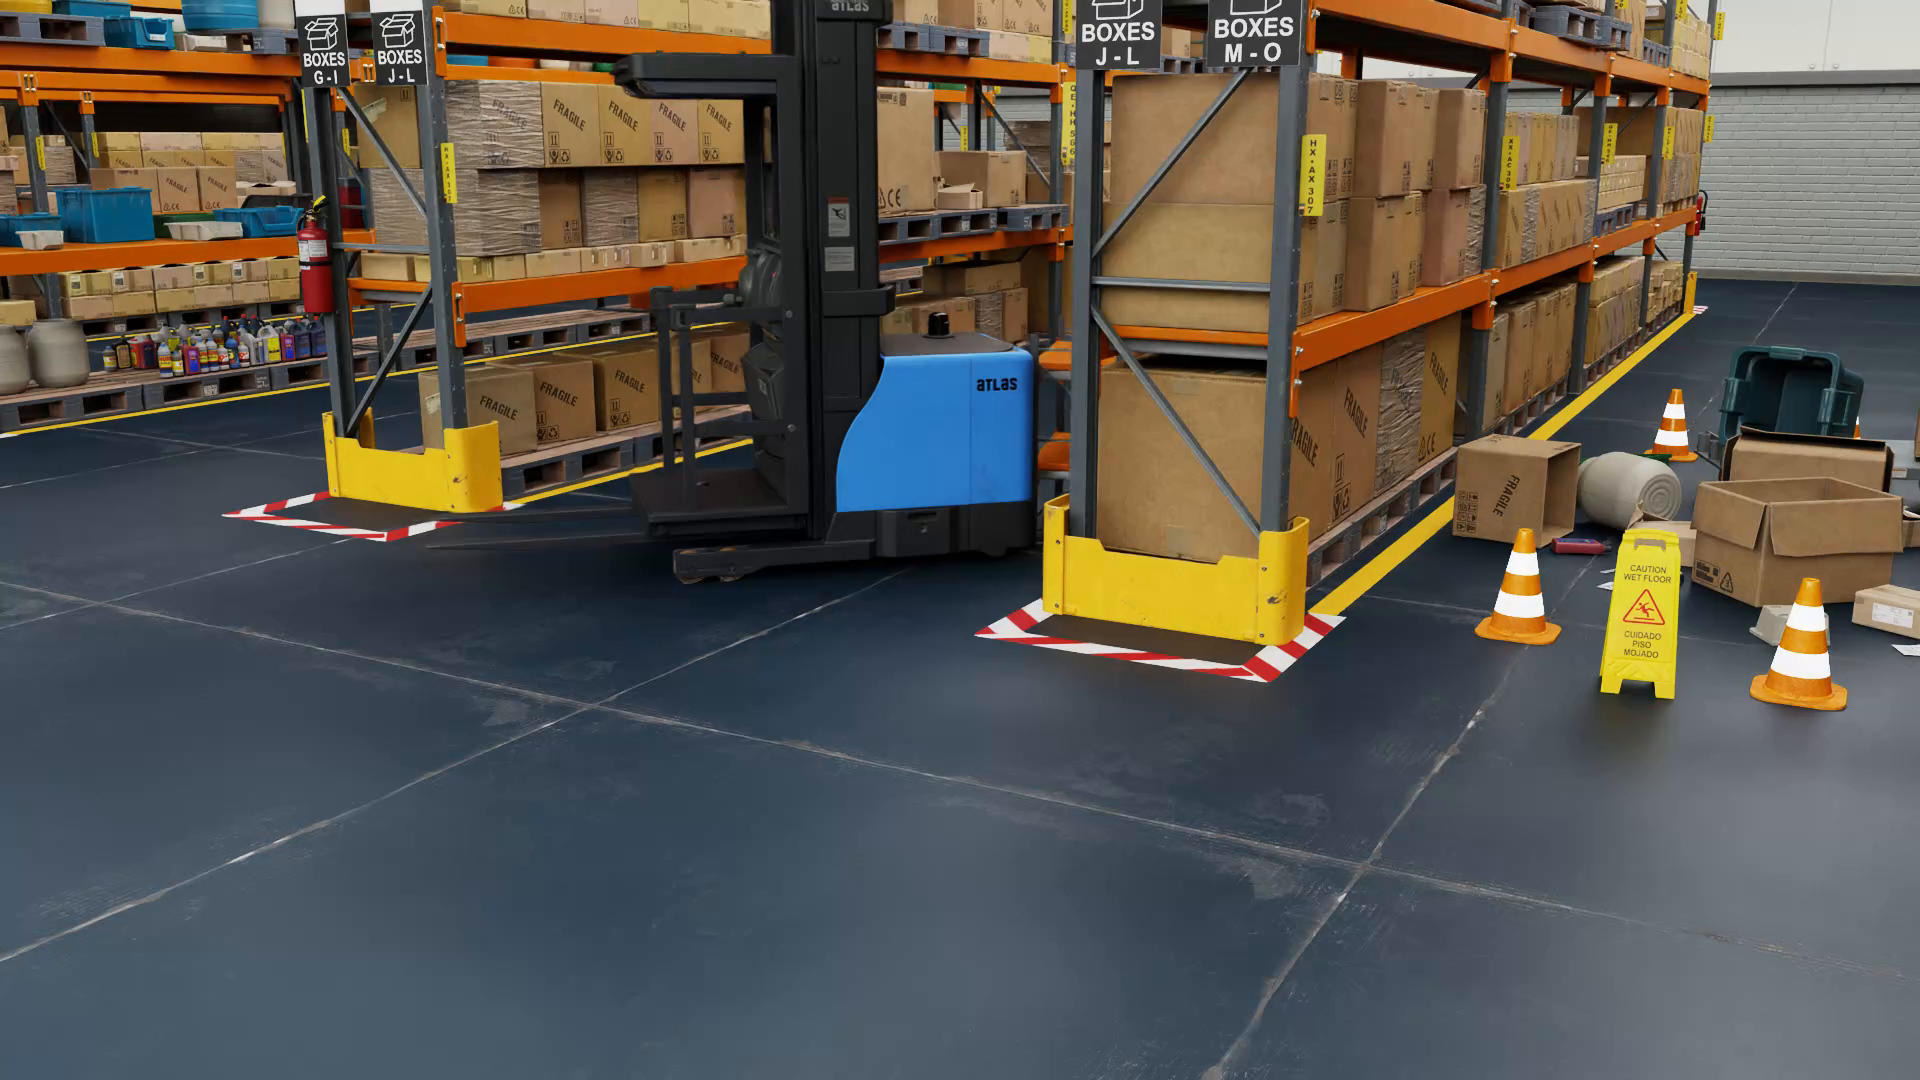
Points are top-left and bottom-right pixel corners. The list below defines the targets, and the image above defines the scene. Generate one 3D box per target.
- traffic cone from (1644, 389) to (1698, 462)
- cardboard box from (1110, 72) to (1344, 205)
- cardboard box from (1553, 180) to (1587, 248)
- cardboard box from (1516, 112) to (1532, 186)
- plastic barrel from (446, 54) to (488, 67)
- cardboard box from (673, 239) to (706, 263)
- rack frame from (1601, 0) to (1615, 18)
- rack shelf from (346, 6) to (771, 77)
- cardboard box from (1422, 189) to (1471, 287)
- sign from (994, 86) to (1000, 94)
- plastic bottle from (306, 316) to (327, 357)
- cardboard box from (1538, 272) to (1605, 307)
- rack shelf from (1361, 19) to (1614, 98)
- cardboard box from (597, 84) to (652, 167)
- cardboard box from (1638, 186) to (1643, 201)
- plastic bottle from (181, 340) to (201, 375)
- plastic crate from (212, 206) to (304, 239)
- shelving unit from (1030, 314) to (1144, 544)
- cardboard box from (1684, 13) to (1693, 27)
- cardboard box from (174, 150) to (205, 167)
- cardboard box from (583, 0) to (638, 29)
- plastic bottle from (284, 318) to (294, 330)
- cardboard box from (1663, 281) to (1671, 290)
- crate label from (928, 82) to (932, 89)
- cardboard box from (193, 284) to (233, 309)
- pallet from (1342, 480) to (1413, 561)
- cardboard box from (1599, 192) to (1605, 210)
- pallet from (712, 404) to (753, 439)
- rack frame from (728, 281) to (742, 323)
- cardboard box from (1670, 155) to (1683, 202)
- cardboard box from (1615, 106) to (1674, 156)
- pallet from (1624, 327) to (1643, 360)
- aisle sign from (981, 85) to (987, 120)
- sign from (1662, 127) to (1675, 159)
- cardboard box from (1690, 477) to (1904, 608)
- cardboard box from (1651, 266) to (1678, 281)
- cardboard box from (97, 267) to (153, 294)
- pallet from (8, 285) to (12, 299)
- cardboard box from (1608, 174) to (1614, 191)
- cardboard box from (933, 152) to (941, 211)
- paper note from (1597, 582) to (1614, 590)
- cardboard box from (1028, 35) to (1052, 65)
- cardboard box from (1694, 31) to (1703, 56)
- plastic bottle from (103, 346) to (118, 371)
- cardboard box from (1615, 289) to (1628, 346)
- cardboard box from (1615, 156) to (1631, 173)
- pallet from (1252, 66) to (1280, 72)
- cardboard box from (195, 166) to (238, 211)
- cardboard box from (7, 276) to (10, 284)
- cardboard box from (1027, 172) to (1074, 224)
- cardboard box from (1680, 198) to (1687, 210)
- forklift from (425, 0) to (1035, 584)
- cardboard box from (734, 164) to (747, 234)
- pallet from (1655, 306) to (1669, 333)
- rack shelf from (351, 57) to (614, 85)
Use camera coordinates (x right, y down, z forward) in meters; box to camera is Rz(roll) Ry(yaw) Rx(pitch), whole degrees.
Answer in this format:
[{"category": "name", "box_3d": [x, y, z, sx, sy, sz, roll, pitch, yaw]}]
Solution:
[{"category": "traffic cone", "box_3d": [4.870, -0.795, 11.345, 0.336, 0.463, 0.334, 7, 15, 28]}, {"category": "cardboard box", "box_3d": [1.179, -1.773, 7.365, 0.875, 0.550, 0.550, 7, 15, 28]}, {"category": "cardboard box", "box_3d": [4.608, -2.569, 13.075, 0.500, 0.500, 0.500, 7, 15, 28]}, {"category": "cardboard box", "box_3d": [3.626, -2.771, 11.781, 0.700, 0.500, 0.500, 8, 15, 28]}, {"category": "plastic barrel", "box_3d": [-5.041, -5.167, 16.598, 0.600, 0.901, 0.708, 7, 15, 28]}, {"category": "cardboard box", "box_3d": [-1.978, -2.001, 11.471, 0.380, 0.149, 0.250, 7, 15, 28]}, {"category": "rack frame", "box_3d": [4.833, -5.661, 13.317, 1.000, 3.000, 0.127, 7, 15, 28]}, {"category": "rack shelf", "box_3d": [-2.360, -3.205, 11.063, 1.077, 0.370, 4.000, 7, 15, 28]}, {"category": "cardboard box", "box_3d": [2.486, -1.805, 9.800, 0.875, 0.550, 0.550, 7, 15, 28]}, {"category": "sign", "box_3d": [0.561, -6.879, 24.988, 0.100, 0.325, 0.005, 7, 15, 28]}, {"category": "plastic bottle", "box_3d": [-5.788, -1.830, 14.936, 0.144, 0.351, 0.185, 7, 15, 27]}, {"category": "cardboard box", "box_3d": [5.379, -2.213, 14.649, 0.500, 0.250, 0.500, 7, 15, 26]}, {"category": "rack shelf", "box_3d": [3.867, -3.443, 12.050, 1.077, 0.370, 4.000, 7, 15, 28]}, {"category": "cardboard box", "box_3d": [-2.334, -2.652, 10.653, 0.500, 0.500, 0.500, 7, 15, 28]}, {"category": "cardboard box", "box_3d": [6.748, -3.544, 16.973, 0.380, 0.149, 0.250, 7, 15, 27]}, {"category": "plastic bottle", "box_3d": [-6.388, -1.522, 13.804, 0.061, 0.283, 0.133, 8, 16, 29]}, {"category": "plastic crate", "box_3d": [-6.026, -2.738, 14.308, 0.499, 0.251, 0.616, 7, 15, 28]}, {"category": "shelving unit", "box_3d": [0.714, -0.635, 9.269, 0.538, 1.125, 1.048, 3, 14, 11]}, {"category": "cardboard box", "box_3d": [7.797, -5.684, 18.214, 0.380, 0.149, 0.250, 8, 16, 31]}, {"category": "cardboard box", "box_3d": [-11.507, -5.493, 24.528, 0.500, 0.500, 0.500, 7, 15, 28]}, {"category": "cardboard box", "box_3d": [-2.381, -3.349, 10.445, 0.500, 0.250, 0.500, 7, 15, 28]}, {"category": "plastic bottle", "box_3d": [-6.267, -1.940, 15.563, 0.097, 0.271, 0.097, 0, 14, 0]}, {"category": "cardboard box", "box_3d": [8.067, -2.944, 19.395, 0.380, 0.149, 0.250, 8, 16, 31]}, {"category": "crate label", "box_3d": [-0.657, -6.763, 24.605, 0.408, 0.251, 0.502, 7, 15, 28]}, {"category": "cardboard box", "box_3d": [-8.909, -2.868, 19.500, 0.500, 0.250, 0.500, 8, 16, 29]}, {"category": "pallet", "box_3d": [1.875, -0.170, 9.290, 1.003, 0.211, 1.213, 7, 15, 28]}, {"category": "cardboard box", "box_3d": [5.486, -3.006, 14.744, 0.380, 0.149, 0.250, 8, 16, 31]}, {"category": "pallet", "box_3d": [-1.687, -1.010, 12.771, 1.003, 0.211, 1.213, 7, 15, 28]}, {"category": "rack frame", "box_3d": [-1.393, -2.507, 13.033, 1.000, 3.000, 0.127, 7, 15, 28]}, {"category": "cardboard box", "box_3d": [7.735, -4.034, 18.516, 0.500, 0.500, 0.500, 7, 15, 27]}, {"category": "cardboard box", "box_3d": [7.198, -4.310, 17.529, 0.500, 0.500, 0.500, 8, 16, 29]}, {"category": "pallet", "box_3d": [6.392, -2.050, 17.087, 1.003, 0.211, 1.213, 7, 15, 28]}, {"category": "aisle sign", "box_3d": [0.363, -6.776, 25.191, 0.394, 0.787, 0.004, 7, 15, 28]}, {"category": "sign", "box_3d": [7.255, -4.066, 17.030, 0.100, 0.325, 0.005, 7, 15, 28]}, {"category": "cardboard box", "box_3d": [3.981, 0.003, 7.949, 0.797, 0.503, 0.637, -3, 14, -11]}, {"category": "cardboard box", "box_3d": [8.219, -3.137, 19.561, 0.380, 0.149, 0.250, 8, 16, 30]}, {"category": "cardboard box", "box_3d": [-9.399, -2.929, 18.557, 0.500, 0.311, 0.500, 7, 15, 27]}, {"category": "pallet", "box_3d": [-13.438, -3.246, 22.049, 1.003, 0.211, 1.213, 7, 15, 28]}, {"category": "cardboard box", "box_3d": [5.741, -3.262, 15.169, 0.380, 0.149, 0.250, 7, 15, 28]}, {"category": "cardboard box", "box_3d": [-0.636, -3.128, 14.490, 0.797, 0.503, 0.637, 9, 16, 34]}, {"category": "paper note", "box_3d": [3.190, 0.220, 8.061, 0.142, 0.017, 0.144, -12, 18, -40]}, {"category": "cardboard box", "box_3d": [0.525, -4.588, 15.583, 0.500, 0.250, 0.500, 7, 15, 28]}, {"category": "cardboard box", "box_3d": [8.205, -5.682, 19.053, 0.500, 0.250, 0.500, 8, 16, 29]}, {"category": "plastic bottle", "box_3d": [-7.159, -1.528, 14.002, 0.097, 0.201, 0.097, 0, 14, 0]}, {"category": "cardboard box", "box_3d": [6.130, -2.164, 16.048, 0.500, 0.500, 0.500, 7, 15, 27]}, {"category": "cardboard box", "box_3d": [6.239, -3.621, 16.022, 0.380, 0.149, 0.250, 7, 15, 26]}, {"category": "pallet", "box_3d": [3.469, -5.980, 21.225, 1.003, 0.211, 1.213, 7, 15, 28]}, {"category": "cardboard box", "box_3d": [-8.927, -4.153, 19.648, 0.500, 0.500, 0.500, 6, 15, 25]}, {"category": "cardboard box", "box_3d": [-13.121, -3.764, 22.641, 0.700, 0.500, 0.500, 7, 15, 28]}, {"category": "cardboard box", "box_3d": [1.013, -3.445, 16.711, 0.500, 0.500, 0.500, 8, 16, 30]}, {"category": "cardboard box", "box_3d": [8.426, -4.010, 19.804, 0.380, 0.149, 0.250, 8, 16, 30]}, {"category": "forklift", "box_3d": [-1.187, -1.347, 8.365, 3.031, 2.935, 1.130, -4, 14, -15]}, {"category": "cardboard box", "box_3d": [-1.938, -2.516, 12.223, 0.875, 0.500, 0.500, 7, 15, 28]}, {"category": "pallet", "box_3d": [7.649, -2.603, 19.381, 1.003, 0.211, 1.213, 7, 15, 28]}, {"category": "rack shelf", "box_3d": [-4.762, -4.587, 16.795, 1.077, 0.370, 4.000, 7, 15, 28]}]
